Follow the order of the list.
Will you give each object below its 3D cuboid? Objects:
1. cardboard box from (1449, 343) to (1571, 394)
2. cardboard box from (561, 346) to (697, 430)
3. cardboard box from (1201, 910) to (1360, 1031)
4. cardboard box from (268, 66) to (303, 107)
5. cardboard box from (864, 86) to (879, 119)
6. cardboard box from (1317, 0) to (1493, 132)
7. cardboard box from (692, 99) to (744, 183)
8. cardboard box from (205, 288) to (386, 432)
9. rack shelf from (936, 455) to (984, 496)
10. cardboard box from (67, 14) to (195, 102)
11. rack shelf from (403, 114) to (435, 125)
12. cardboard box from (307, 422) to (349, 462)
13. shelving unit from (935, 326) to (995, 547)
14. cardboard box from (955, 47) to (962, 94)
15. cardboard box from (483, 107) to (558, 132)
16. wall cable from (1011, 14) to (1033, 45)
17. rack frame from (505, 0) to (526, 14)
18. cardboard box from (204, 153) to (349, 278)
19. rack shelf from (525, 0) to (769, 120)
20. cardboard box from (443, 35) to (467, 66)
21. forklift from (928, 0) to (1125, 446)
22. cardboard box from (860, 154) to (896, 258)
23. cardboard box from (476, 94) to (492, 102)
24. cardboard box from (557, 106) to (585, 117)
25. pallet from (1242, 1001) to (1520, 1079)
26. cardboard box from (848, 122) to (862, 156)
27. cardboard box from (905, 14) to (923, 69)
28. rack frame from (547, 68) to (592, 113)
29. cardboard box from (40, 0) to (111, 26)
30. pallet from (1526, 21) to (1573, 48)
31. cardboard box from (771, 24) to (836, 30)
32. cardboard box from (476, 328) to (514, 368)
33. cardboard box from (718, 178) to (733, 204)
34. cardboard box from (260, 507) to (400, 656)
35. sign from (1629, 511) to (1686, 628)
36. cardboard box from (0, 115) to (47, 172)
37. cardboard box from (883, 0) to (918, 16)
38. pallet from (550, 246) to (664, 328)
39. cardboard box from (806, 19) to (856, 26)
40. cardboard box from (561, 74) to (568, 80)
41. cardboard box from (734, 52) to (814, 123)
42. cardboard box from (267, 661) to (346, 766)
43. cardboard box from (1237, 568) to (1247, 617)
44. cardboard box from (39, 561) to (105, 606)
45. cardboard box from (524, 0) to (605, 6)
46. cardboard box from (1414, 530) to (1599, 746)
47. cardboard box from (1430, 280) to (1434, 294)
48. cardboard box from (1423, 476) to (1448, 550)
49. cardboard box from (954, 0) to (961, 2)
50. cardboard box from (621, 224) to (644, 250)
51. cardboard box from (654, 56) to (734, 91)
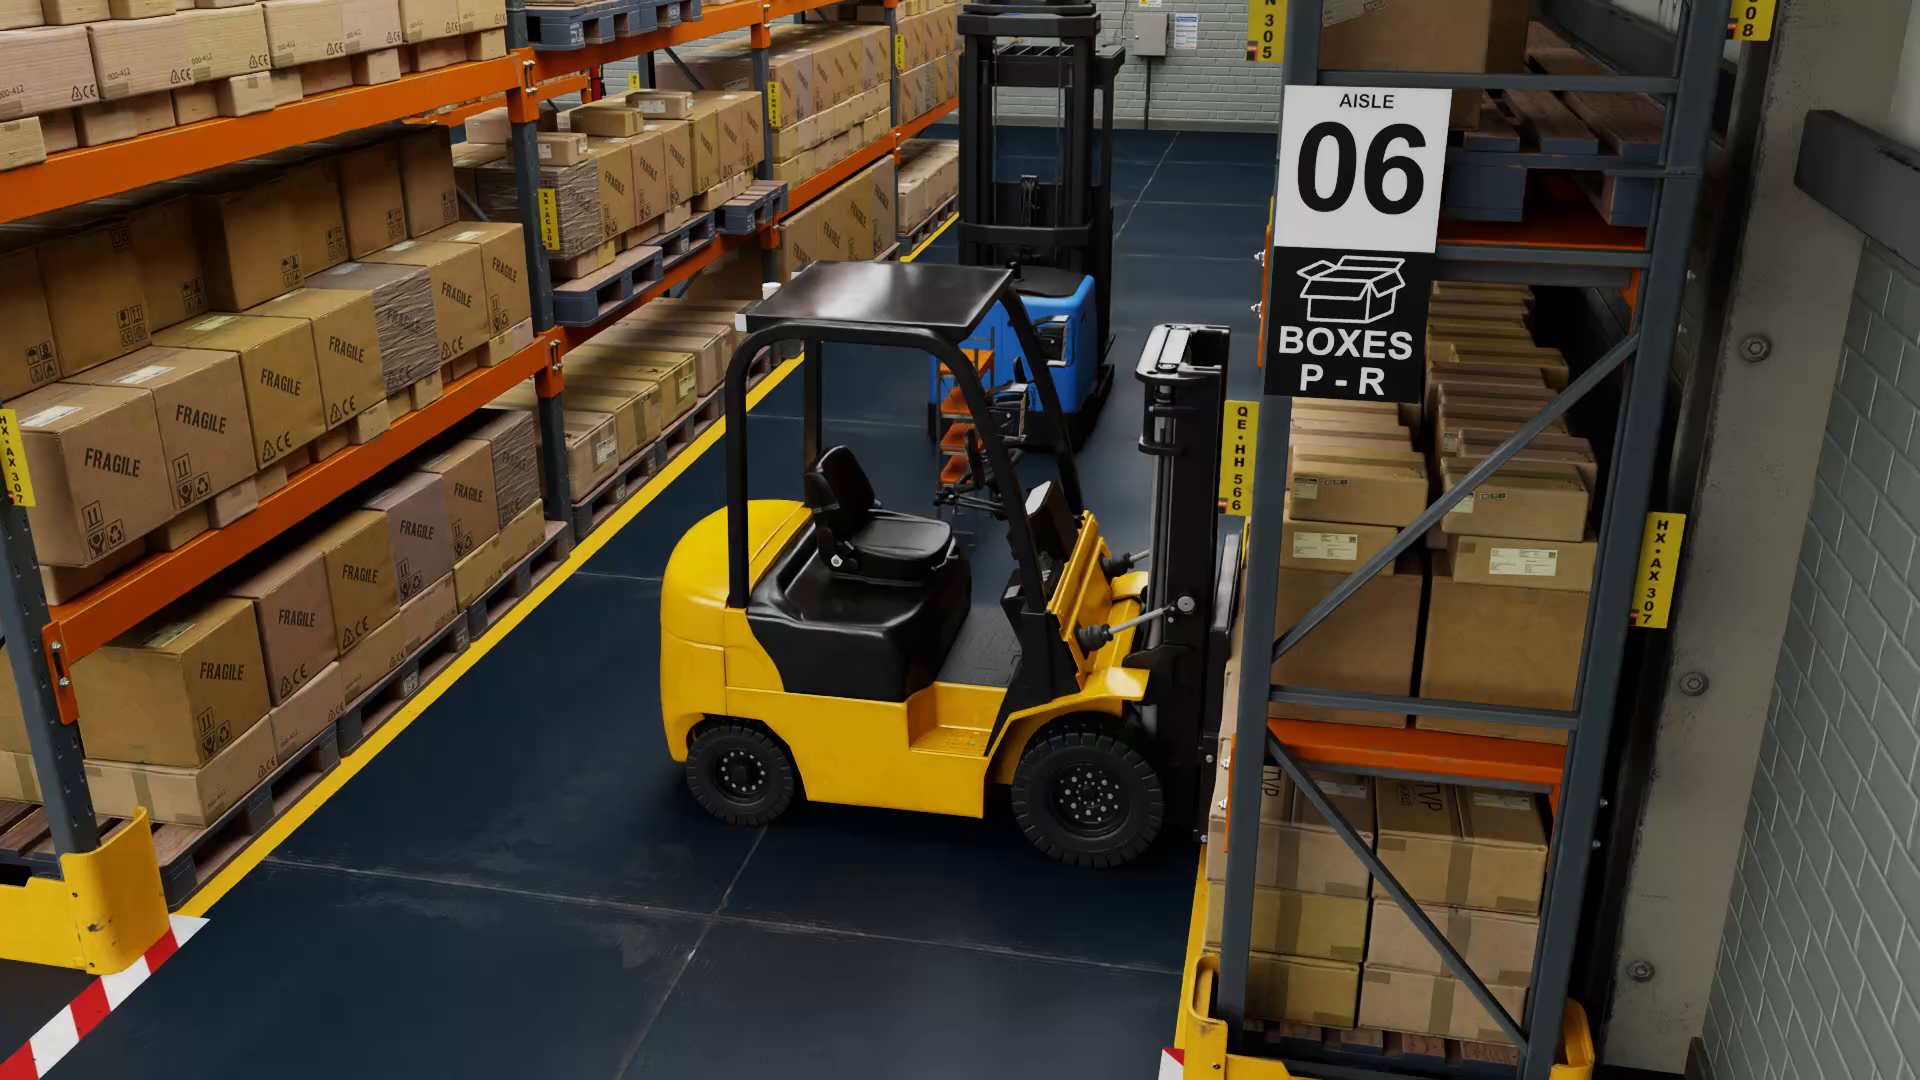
[{"bbox_3d":[1.937,-0.585,5.890,0.380,0.149,0.250,4,22,10],"label":"cardboard box"},{"bbox_3d":[-2.367,-1.052,11.405,0.950,0.372,0.625,5,23,13],"label":"cardboard box"},{"bbox_3d":[1.075,1.359,5.584,0.500,0.250,0.500,5,22,11],"label":"cardboard box"},{"bbox_3d":[-2.912,-1.847,6.745,0.380,0.149,0.250,4,22,9],"label":"cardboard box"},{"bbox_3d":[-1.070,-4.091,15.528,0.500,0.250,0.500,5,22,12],"label":"cardboard box"},{"bbox_3d":[1.140,-1.386,4.434,0.500,0.500,0.500,5,23,13],"label":"cardboard box"},{"bbox_3d":[-1.855,-2.831,11.773,0.500,0.500,0.500,4,22,10],"label":"cardboard box"},{"bbox_3d":[-2.902,-0.802,7.299,0.500,0.500,0.500,4,22,10],"label":"cardboard box"},{"bbox_3d":[0.034,-0.371,9.879,0.258,0.148,0.480,4,22,11],"label":"rack shelf"},{"bbox_3d":[-3.096,-1.710,5.872,0.500,0.250,0.500,4,22,10],"label":"cardboard box"},{"bbox_3d":[-6.398,-3.567,15.658,1.077,0.370,4.000,4,22,11],"label":"rack shelf"},{"bbox_3d":[-2.934,-0.461,7.320,0.380,0.149,0.250,4,22,9],"label":"cardboard box"},{"bbox_3d":[0.034,-0.617,9.780,0.258,1.200,0.503,4,22,11],"label":"shelving unit"},{"bbox_3d":[-0.263,-5.422,19.168,0.500,0.500,0.500,4,22,10],"label":"cardboard box"},{"bbox_3d":[-2.722,-2.587,10.300,0.380,0.149,0.250,4,22,9],"label":"cardboard box"},{"bbox_3d":[0.821,-8.305,25.056,0.585,1.953,0.123,4,22,11],"label":"wall cable"},{"bbox_3d":[-2.755,-4.149,8.110,1.000,3.000,0.127,4,22,11],"label":"rack frame"},{"bbox_3d":[-3.312,-1.503,7.700,0.700,0.500,0.500,4,22,10],"label":"cardboard box"},{"bbox_3d":[-2.347,-3.155,10.620,1.077,0.370,4.000,4,22,11],"label":"rack shelf"},{"bbox_3d":[-2.659,-2.417,8.160,0.380,0.149,0.250,5,22,12],"label":"cardboard box"},{"bbox_3d":[0.581,-2.506,12.152,1.130,2.935,3.031,4,22,11],"label":"forklift"},{"bbox_3d":[-1.171,-3.268,16.235,0.875,0.875,0.875,5,23,13],"label":"cardboard box"},{"bbox_3d":[-5.452,-4.982,18.545,0.380,0.149,0.250,5,22,12],"label":"cardboard box"},{"bbox_3d":[-2.459,-2.675,11.387,0.500,0.500,0.500,5,22,12],"label":"cardboard box"},{"bbox_3d":[1.403,1.484,5.885,1.003,0.211,1.213,4,22,11],"label":"pallet"},{"bbox_3d":[-1.194,-3.670,15.151,0.500,0.250,0.500,4,22,9],"label":"cardboard box"},{"bbox_3d":[-0.680,-5.142,17.133,0.500,0.500,0.500,4,22,10],"label":"cardboard box"},{"bbox_3d":[-5.173,-6.095,20.972,1.000,3.000,0.127,4,22,11],"label":"rack frame"},{"bbox_3d":[-3.152,-1.842,5.667,0.380,0.149,0.250,4,22,11],"label":"cardboard box"},{"bbox_3d":[1.956,-2.025,6.971,1.003,0.211,1.213,4,22,11],"label":"pallet"},{"bbox_3d":[-1.494,-4.663,15.944,0.500,0.500,0.500,5,22,12],"label":"cardboard box"},{"bbox_3d":[-2.567,-1.017,8.700,0.380,0.149,0.250,5,22,12],"label":"cardboard box"},{"bbox_3d":[-1.826,-2.479,11.767,0.380,0.149,0.250,3,22,8],"label":"cardboard box"},{"bbox_3d":[-2.919,0.173,7.525,0.500,0.500,0.500,5,22,12],"label":"cardboard box"},{"bbox_3d":[1.830,0.080,4.375,0.100,0.325,0.005,4,22,11],"label":"sign"},{"bbox_3d":[-3.186,-1.275,5.324,0.380,0.149,0.250,4,22,11],"label":"cardboard box"},{"bbox_3d":[-0.646,-5.476,17.096,0.380,0.149,0.250,4,22,11],"label":"cardboard box"},{"bbox_3d":[-2.457,-1.546,9.933,1.003,0.211,1.213,4,22,11],"label":"pallet"},{"bbox_3d":[-1.297,-4.996,16.770,0.500,0.500,0.500,4,22,10],"label":"cardboard box"},{"bbox_3d":[-5.051,-5.750,20.451,0.380,0.149,0.250,4,22,11],"label":"cardboard box"},{"bbox_3d":[-1.508,-3.683,13.511,0.500,0.500,0.500,5,22,11],"label":"cardboard box"},{"bbox_3d":[-3.025,0.717,7.175,0.500,0.250,0.500,5,23,13],"label":"cardboard box"},{"bbox_3d":[1.379,0.341,6.771,0.500,0.250,0.500,4,22,10],"label":"cardboard box"},{"bbox_3d":[-3.300,0.105,5.914,0.380,0.149,0.250,5,22,11],"label":"cardboard box"},{"bbox_3d":[-2.244,-3.066,9.074,0.500,0.250,0.500,4,22,9],"label":"cardboard box"},{"bbox_3d":[1.661,0.267,5.040,0.500,0.500,0.500,5,23,13],"label":"cardboard box"},{"bbox_3d":[2.202,-1.148,7.289,0.380,0.149,0.250,4,22,10],"label":"cardboard box"},{"bbox_3d":[1.600,-0.073,5.017,0.380,0.149,0.250,4,22,11],"label":"cardboard box"},{"bbox_3d":[-0.183,-6.224,18.951,0.380,0.149,0.250,4,22,10],"label":"cardboard box"},{"bbox_3d":[-2.197,-1.913,10.363,0.380,0.149,0.250,5,22,12],"label":"cardboard box"},{"bbox_3d":[-2.090,-3.548,13.176,0.500,0.500,0.500,4,22,9],"label":"cardboard box"}]
